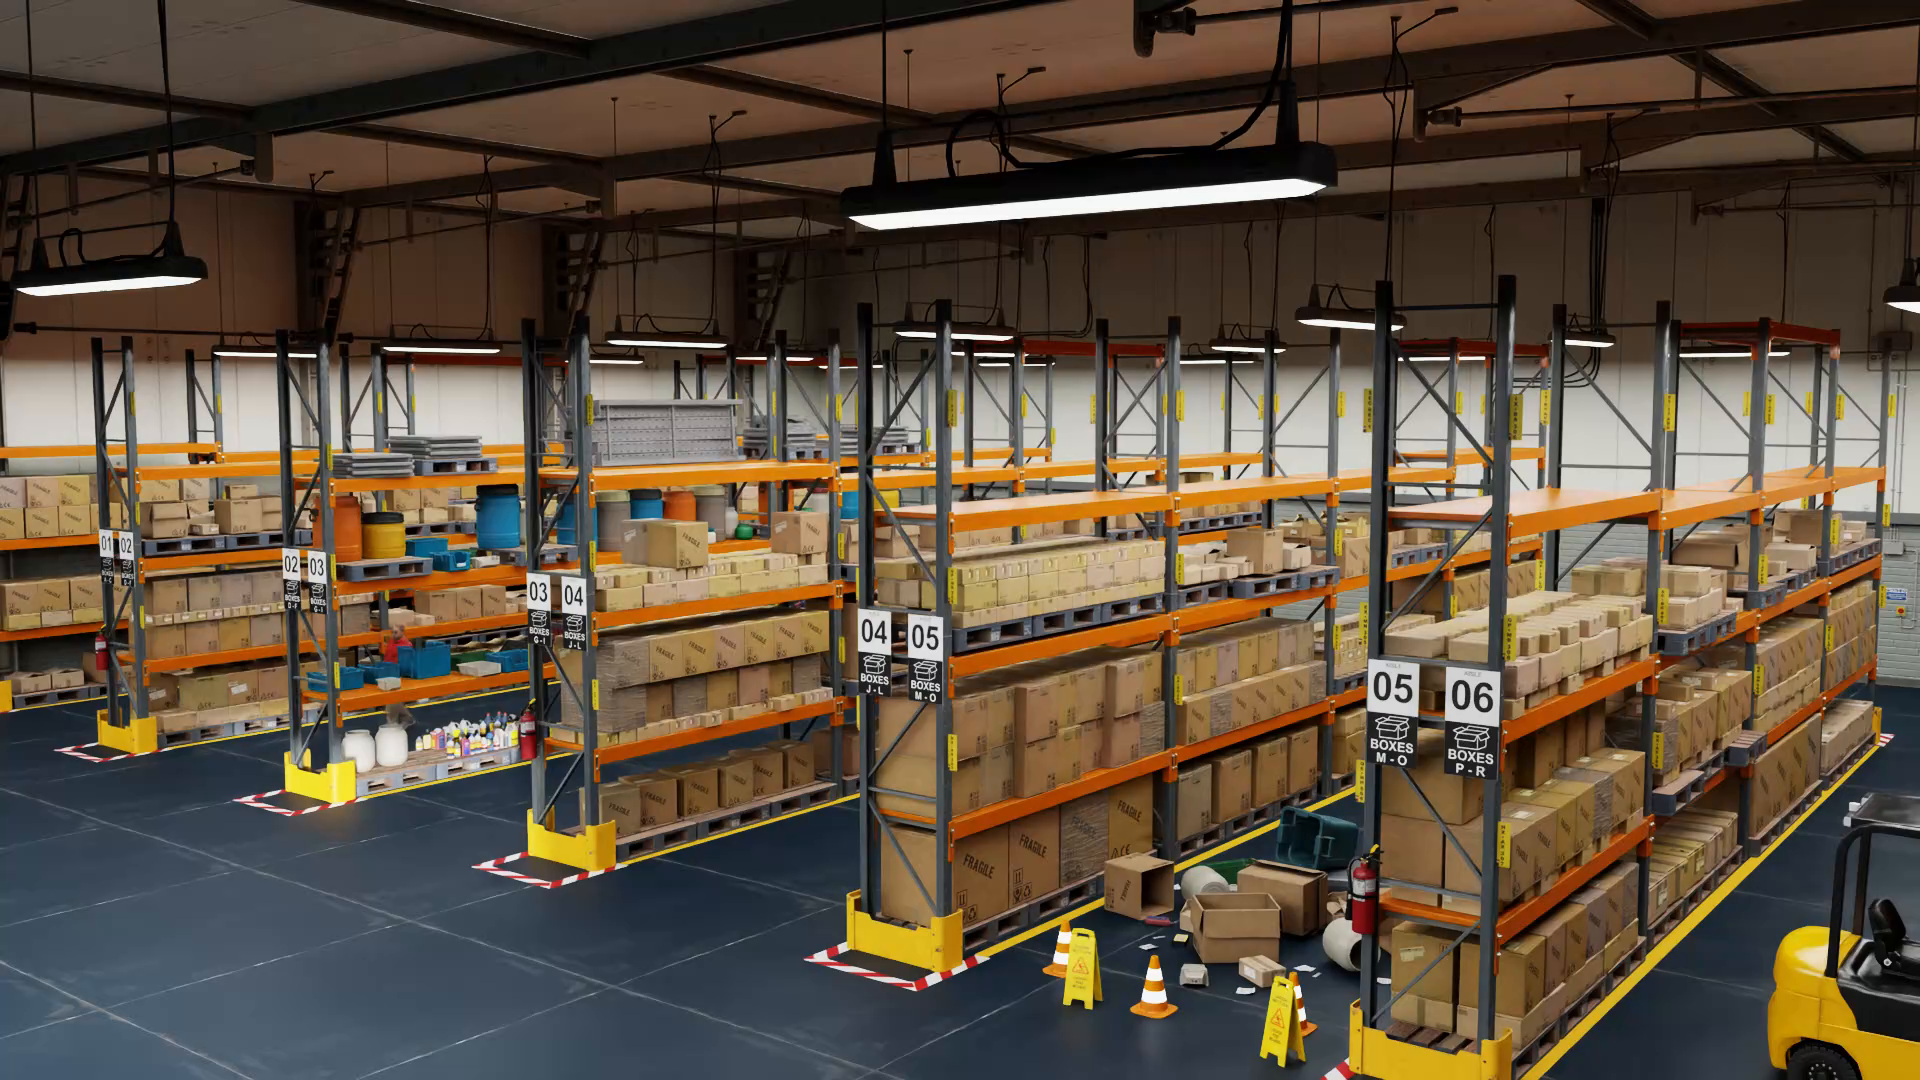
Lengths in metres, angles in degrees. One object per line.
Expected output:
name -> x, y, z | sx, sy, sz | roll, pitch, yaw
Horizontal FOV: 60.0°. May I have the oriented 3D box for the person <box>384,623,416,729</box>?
person -> -8.570, 2.137, 25.368 | 0.616, 1.757, 0.682 | 3, 6, 35
